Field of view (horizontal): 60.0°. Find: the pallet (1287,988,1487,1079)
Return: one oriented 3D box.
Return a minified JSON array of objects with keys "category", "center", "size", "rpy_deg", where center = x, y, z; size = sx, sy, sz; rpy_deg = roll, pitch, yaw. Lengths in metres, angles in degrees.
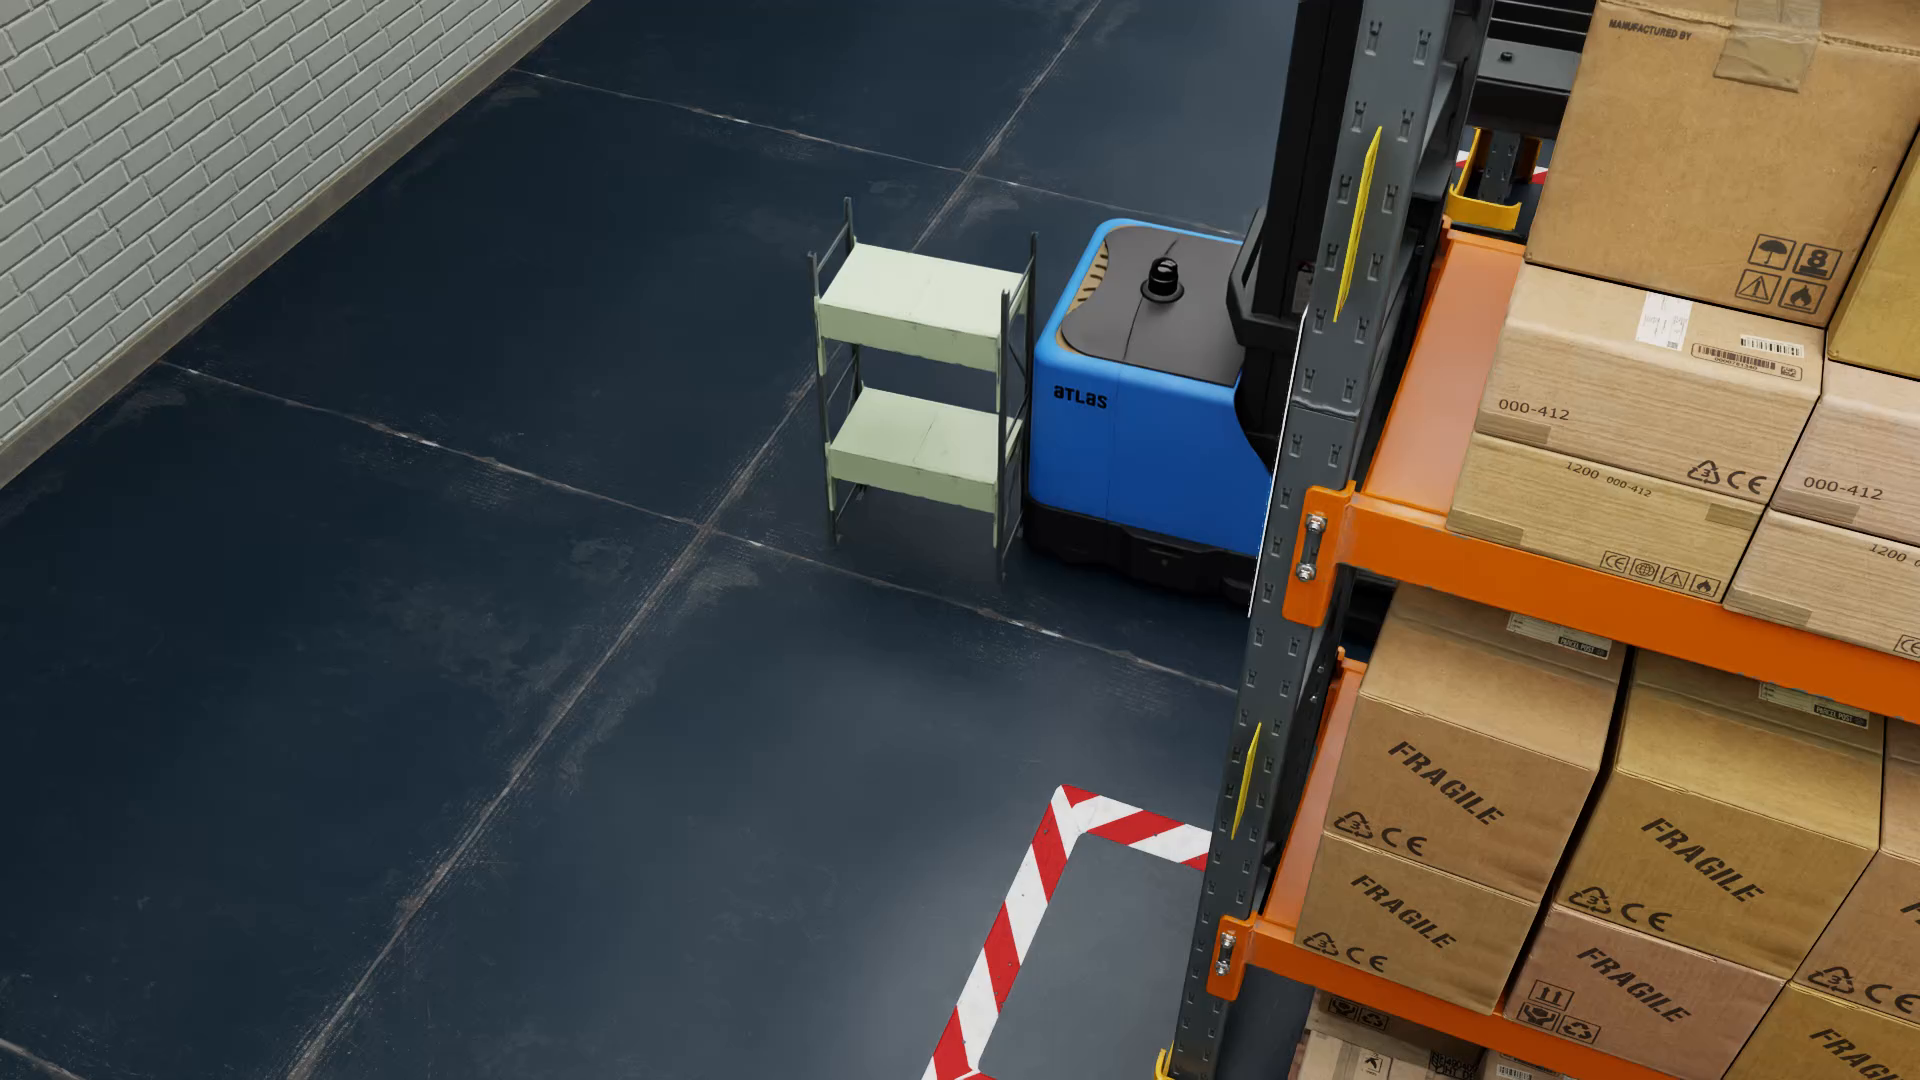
[{"category":"pallet","center":[1.668,1.730,5.200],"size":[1.213,0.211,1.003],"rpy_deg":[16,47,16]}]

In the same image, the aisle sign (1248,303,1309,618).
[{"category":"aisle sign","center":[0.686,-0.244,3.364],"size":[0.004,0.787,0.394],"rpy_deg":[16,47,16]}]

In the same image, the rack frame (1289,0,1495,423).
[{"category":"rack frame","center":[0.862,-1.621,2.339],"size":[0.127,3.000,1.000],"rpy_deg":[16,47,16]}]

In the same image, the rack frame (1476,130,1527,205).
[{"category":"rack frame","center":[2.772,-2.718,7.694],"size":[0.127,3.000,1.000],"rpy_deg":[16,47,16]}]

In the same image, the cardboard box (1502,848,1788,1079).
[{"category":"cardboard box","center":[1.648,0.898,3.988],"size":[0.500,0.500,0.500],"rpy_deg":[16,47,15]}]

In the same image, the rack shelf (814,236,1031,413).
[{"category":"rack shelf","center":[-0.132,-0.821,6.298],"size":[0.720,0.370,0.431],"rpy_deg":[13,46,13]}]

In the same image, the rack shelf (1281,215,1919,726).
[{"category":"rack shelf","center":[2.708,0.240,3.104],"size":[4.000,0.370,1.077],"rpy_deg":[16,47,16]}]

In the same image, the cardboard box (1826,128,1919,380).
[{"category":"cardboard box","center":[1.771,-0.628,2.687],"size":[0.500,0.500,0.700],"rpy_deg":[16,47,16]}]

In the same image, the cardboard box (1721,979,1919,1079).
[{"category":"cardboard box","center":[2.110,1.037,3.849],"size":[0.500,0.500,0.500],"rpy_deg":[16,47,16]}]

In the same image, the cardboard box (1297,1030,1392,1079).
[{"category":"cardboard box","center":[1.116,1.697,4.966],"size":[0.250,0.149,0.380],"rpy_deg":[16,47,16]}]

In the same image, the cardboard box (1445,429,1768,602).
[{"category":"cardboard box","center":[1.238,-0.200,3.143],"size":[0.500,0.250,0.500],"rpy_deg":[16,47,16]}]

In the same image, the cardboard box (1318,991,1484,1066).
[{"category":"cardboard box","center":[1.458,1.223,5.194],"size":[0.500,0.500,0.500],"rpy_deg":[16,47,16]}]

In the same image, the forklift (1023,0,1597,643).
[{"category":"forklift","center":[1.841,-0.967,5.983],"size":[3.031,2.935,1.130],"rpy_deg":[14,47,14]}]

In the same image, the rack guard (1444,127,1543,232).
[{"category":"rack guard","center":[2.745,-1.830,8.574],"size":[0.348,0.500,1.175],"rpy_deg":[16,47,16]}]

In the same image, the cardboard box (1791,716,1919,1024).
[{"category":"cardboard box","center":[2.115,0.684,3.496],"size":[0.500,0.500,0.500],"rpy_deg":[17,47,16]}]

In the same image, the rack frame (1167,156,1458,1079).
[{"category":"rack frame","center":[0.862,0.505,4.455],"size":[0.127,3.000,1.000],"rpy_deg":[16,47,16]}]

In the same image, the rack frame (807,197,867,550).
[{"category":"rack frame","center":[-0.480,-0.624,6.653],"size":[0.023,1.500,0.400],"rpy_deg":[13,46,13]}]

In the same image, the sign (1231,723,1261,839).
[{"category":"sign","center":[0.653,0.552,3.794],"size":[0.005,0.325,0.100],"rpy_deg":[16,47,16]}]

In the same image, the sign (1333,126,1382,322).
[{"category":"sign","center":[0.653,-0.515,2.733],"size":[0.005,0.325,0.100],"rpy_deg":[16,47,16]}]

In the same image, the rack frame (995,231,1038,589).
[{"category":"rack frame","center":[0.216,-0.465,6.493],"size":[0.023,1.500,0.400],"rpy_deg":[13,46,13]}]

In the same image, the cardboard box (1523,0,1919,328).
[{"category":"cardboard box","center":[1.342,-0.819,2.879],"size":[0.500,0.500,0.700],"rpy_deg":[16,47,16]}]

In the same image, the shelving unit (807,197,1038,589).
[{"category":"shelving unit","center":[-0.132,-0.545,6.573],"size":[0.755,1.500,0.431],"rpy_deg":[13,46,13]}]

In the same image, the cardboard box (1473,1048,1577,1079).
[{"category":"cardboard box","center":[1.716,1.792,4.799],"size":[0.500,0.250,0.500],"rpy_deg":[16,47,16]}]

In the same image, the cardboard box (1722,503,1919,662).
[{"category":"cardboard box","center":[1.694,-0.056,2.998],"size":[0.500,0.250,0.500],"rpy_deg":[16,47,16]}]

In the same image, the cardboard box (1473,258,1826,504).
[{"category":"cardboard box","center":[1.236,-0.373,2.963],"size":[0.500,0.250,0.500],"rpy_deg":[16,47,16]}]

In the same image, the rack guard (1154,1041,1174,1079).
[{"category":"rack guard","center":[0.932,1.412,5.315],"size":[0.348,0.500,1.175],"rpy_deg":[16,47,16]}]

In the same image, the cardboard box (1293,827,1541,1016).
[{"category":"cardboard box","center":[1.170,0.762,4.126],"size":[0.500,0.500,0.500],"rpy_deg":[17,47,17]}]

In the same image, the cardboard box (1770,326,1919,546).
[{"category":"cardboard box","center":[1.694,-0.233,2.821],"size":[0.500,0.250,0.500],"rpy_deg":[16,47,16]}]

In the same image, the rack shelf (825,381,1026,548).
[{"category":"rack shelf","center":[-0.132,-0.314,6.803],"size":[0.720,0.370,0.431],"rpy_deg":[13,46,13]}]

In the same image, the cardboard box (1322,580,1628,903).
[{"category":"cardboard box","center":[1.170,0.407,3.773],"size":[0.500,0.500,0.500],"rpy_deg":[18,48,17]}]

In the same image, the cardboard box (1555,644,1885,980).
[{"category":"cardboard box","center":[1.655,0.544,3.635],"size":[0.500,0.500,0.500],"rpy_deg":[17,47,16]}]

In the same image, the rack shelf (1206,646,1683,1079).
[{"category":"rack shelf","center":[2.708,1.303,4.162],"size":[4.000,0.370,1.077],"rpy_deg":[16,47,16]}]

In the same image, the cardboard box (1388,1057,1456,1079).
[{"category":"cardboard box","center":[1.347,1.759,4.891],"size":[0.250,0.166,0.380],"rpy_deg":[16,47,16]}]

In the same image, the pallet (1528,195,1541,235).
[{"category":"pallet","center":[3.518,-1.481,8.427],"size":[1.213,0.211,1.003],"rpy_deg":[16,47,16]}]
